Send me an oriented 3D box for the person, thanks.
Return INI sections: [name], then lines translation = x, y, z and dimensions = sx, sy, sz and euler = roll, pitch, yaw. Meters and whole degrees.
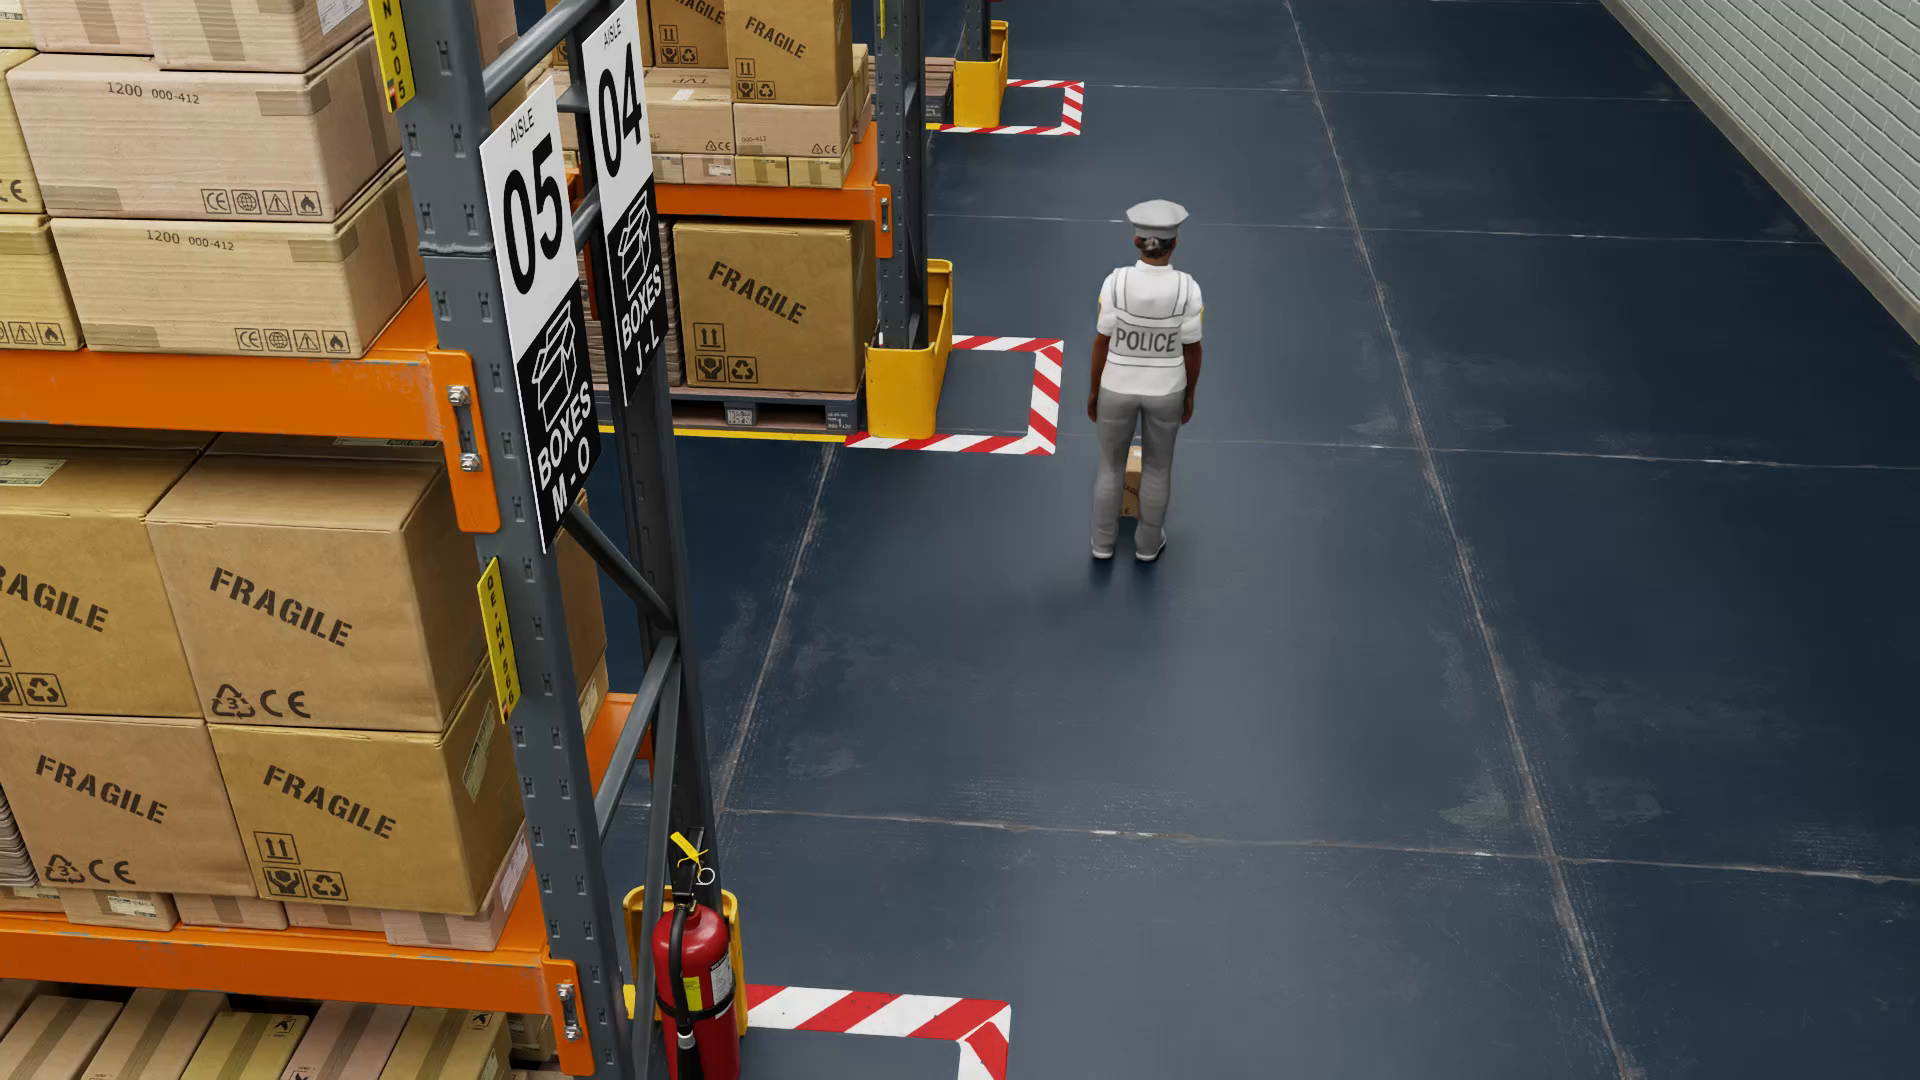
[person]
translation = 0.783, -0.638, 7.132
dimensions = 0.469, 1.679, 0.400
euler = 3, 32, 4
